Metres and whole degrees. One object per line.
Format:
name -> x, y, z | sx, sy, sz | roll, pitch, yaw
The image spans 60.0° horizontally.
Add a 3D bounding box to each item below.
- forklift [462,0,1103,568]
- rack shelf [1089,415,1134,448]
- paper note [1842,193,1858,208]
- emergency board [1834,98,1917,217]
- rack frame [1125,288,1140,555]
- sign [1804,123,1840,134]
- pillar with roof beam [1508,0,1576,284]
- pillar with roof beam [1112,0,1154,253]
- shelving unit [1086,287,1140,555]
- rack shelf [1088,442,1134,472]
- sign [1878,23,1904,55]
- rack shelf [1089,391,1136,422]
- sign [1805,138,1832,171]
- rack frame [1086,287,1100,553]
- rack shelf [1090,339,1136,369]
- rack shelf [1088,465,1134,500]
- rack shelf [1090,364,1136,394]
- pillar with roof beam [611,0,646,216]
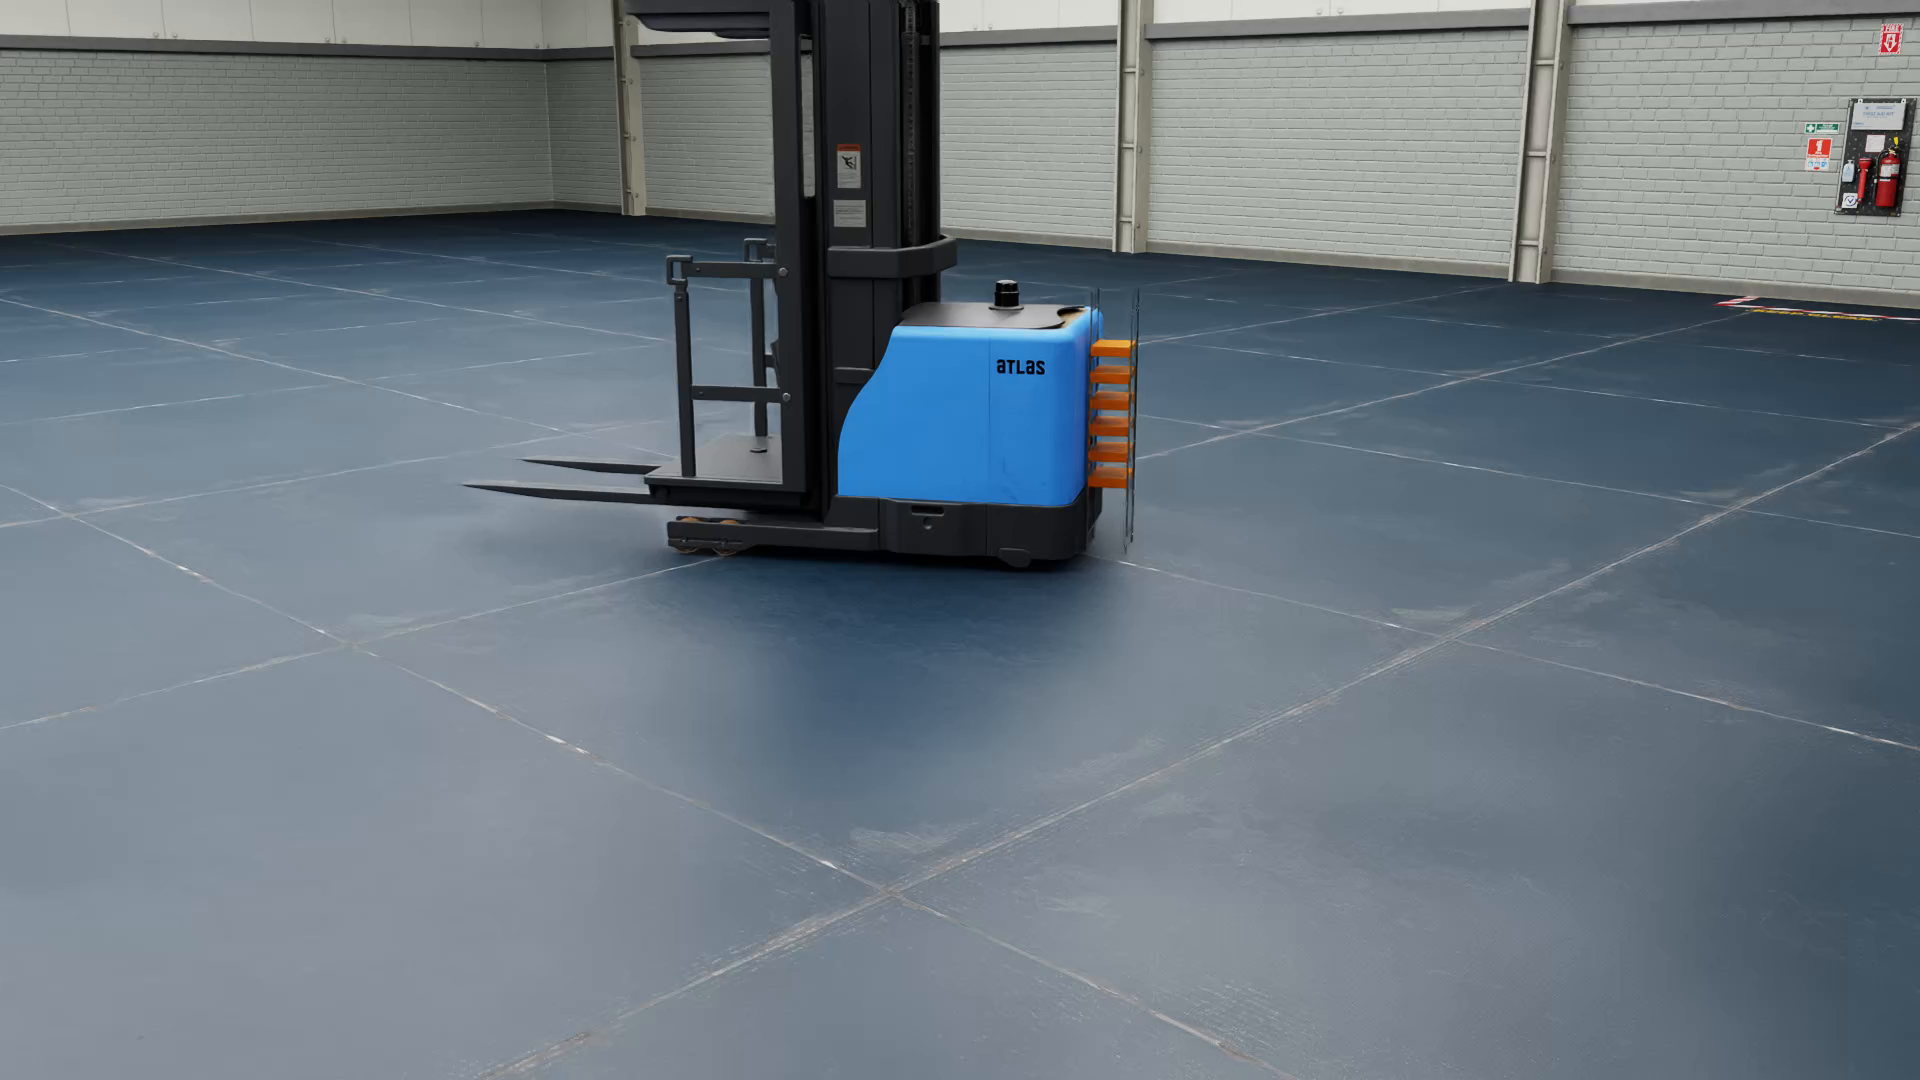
forklift -> -0.874, -1.469, 7.758 | 3.031, 2.935, 1.130 | 3, 15, 13
rack shelf -> 0.700, -0.501, 7.651 | 0.180, 0.103, 0.258 | 3, 15, 13
paper note -> 9.225, -3.517, 17.230 | 0.142, 0.148, 0.016 | 14, 20, 42
emergency board -> 9.304, -3.900, 16.952 | 0.643, 1.169, 0.194 | 14, 20, 42
rack frame -> 0.790, -0.539, 7.620 | 0.006, 1.200, 0.240 | 3, 15, 13
sign -> 8.975, -4.287, 17.314 | 0.331, 0.109, 0.001 | 14, 20, 42
pillar with roof beam -> 3.749, -6.633, 15.540 | 0.400, 9.000, 9.100 | 14, 20, 42
pillar with roof beam -> -0.570, -7.683, 19.570 | 0.400, 9.000, 9.100 | 14, 20, 42
shelving unit -> 0.700, -0.544, 7.640 | 0.189, 1.200, 0.258 | 3, 15, 13
rack shelf -> 0.700, -0.385, 7.681 | 0.180, 0.103, 0.258 | 3, 15, 13
sign -> 9.367, -5.041, 16.734 | 0.199, 0.298, 0.001 | 14, 20, 42
rack shelf -> 0.700, -0.617, 7.621 | 0.180, 0.103, 0.258 | 3, 15, 13
sign -> 8.978, -4.033, 17.390 | 0.234, 0.329, 0.001 | 14, 20, 42
rack frame -> 0.611, -0.549, 7.660 | 0.006, 1.200, 0.240 | 3, 15, 13
rack shelf -> 0.700, -0.849, 7.560 | 0.180, 0.103, 0.258 | 3, 15, 13
rack shelf -> 0.700, -0.269, 7.711 | 0.180, 0.103, 0.258 | 3, 15, 13
rack shelf -> 0.700, -0.733, 7.590 | 0.180, 0.103, 0.258 | 3, 15, 13
pillar with roof beam -> -9.208, -9.783, 27.630 | 0.400, 9.000, 9.100 | 14, 20, 42
